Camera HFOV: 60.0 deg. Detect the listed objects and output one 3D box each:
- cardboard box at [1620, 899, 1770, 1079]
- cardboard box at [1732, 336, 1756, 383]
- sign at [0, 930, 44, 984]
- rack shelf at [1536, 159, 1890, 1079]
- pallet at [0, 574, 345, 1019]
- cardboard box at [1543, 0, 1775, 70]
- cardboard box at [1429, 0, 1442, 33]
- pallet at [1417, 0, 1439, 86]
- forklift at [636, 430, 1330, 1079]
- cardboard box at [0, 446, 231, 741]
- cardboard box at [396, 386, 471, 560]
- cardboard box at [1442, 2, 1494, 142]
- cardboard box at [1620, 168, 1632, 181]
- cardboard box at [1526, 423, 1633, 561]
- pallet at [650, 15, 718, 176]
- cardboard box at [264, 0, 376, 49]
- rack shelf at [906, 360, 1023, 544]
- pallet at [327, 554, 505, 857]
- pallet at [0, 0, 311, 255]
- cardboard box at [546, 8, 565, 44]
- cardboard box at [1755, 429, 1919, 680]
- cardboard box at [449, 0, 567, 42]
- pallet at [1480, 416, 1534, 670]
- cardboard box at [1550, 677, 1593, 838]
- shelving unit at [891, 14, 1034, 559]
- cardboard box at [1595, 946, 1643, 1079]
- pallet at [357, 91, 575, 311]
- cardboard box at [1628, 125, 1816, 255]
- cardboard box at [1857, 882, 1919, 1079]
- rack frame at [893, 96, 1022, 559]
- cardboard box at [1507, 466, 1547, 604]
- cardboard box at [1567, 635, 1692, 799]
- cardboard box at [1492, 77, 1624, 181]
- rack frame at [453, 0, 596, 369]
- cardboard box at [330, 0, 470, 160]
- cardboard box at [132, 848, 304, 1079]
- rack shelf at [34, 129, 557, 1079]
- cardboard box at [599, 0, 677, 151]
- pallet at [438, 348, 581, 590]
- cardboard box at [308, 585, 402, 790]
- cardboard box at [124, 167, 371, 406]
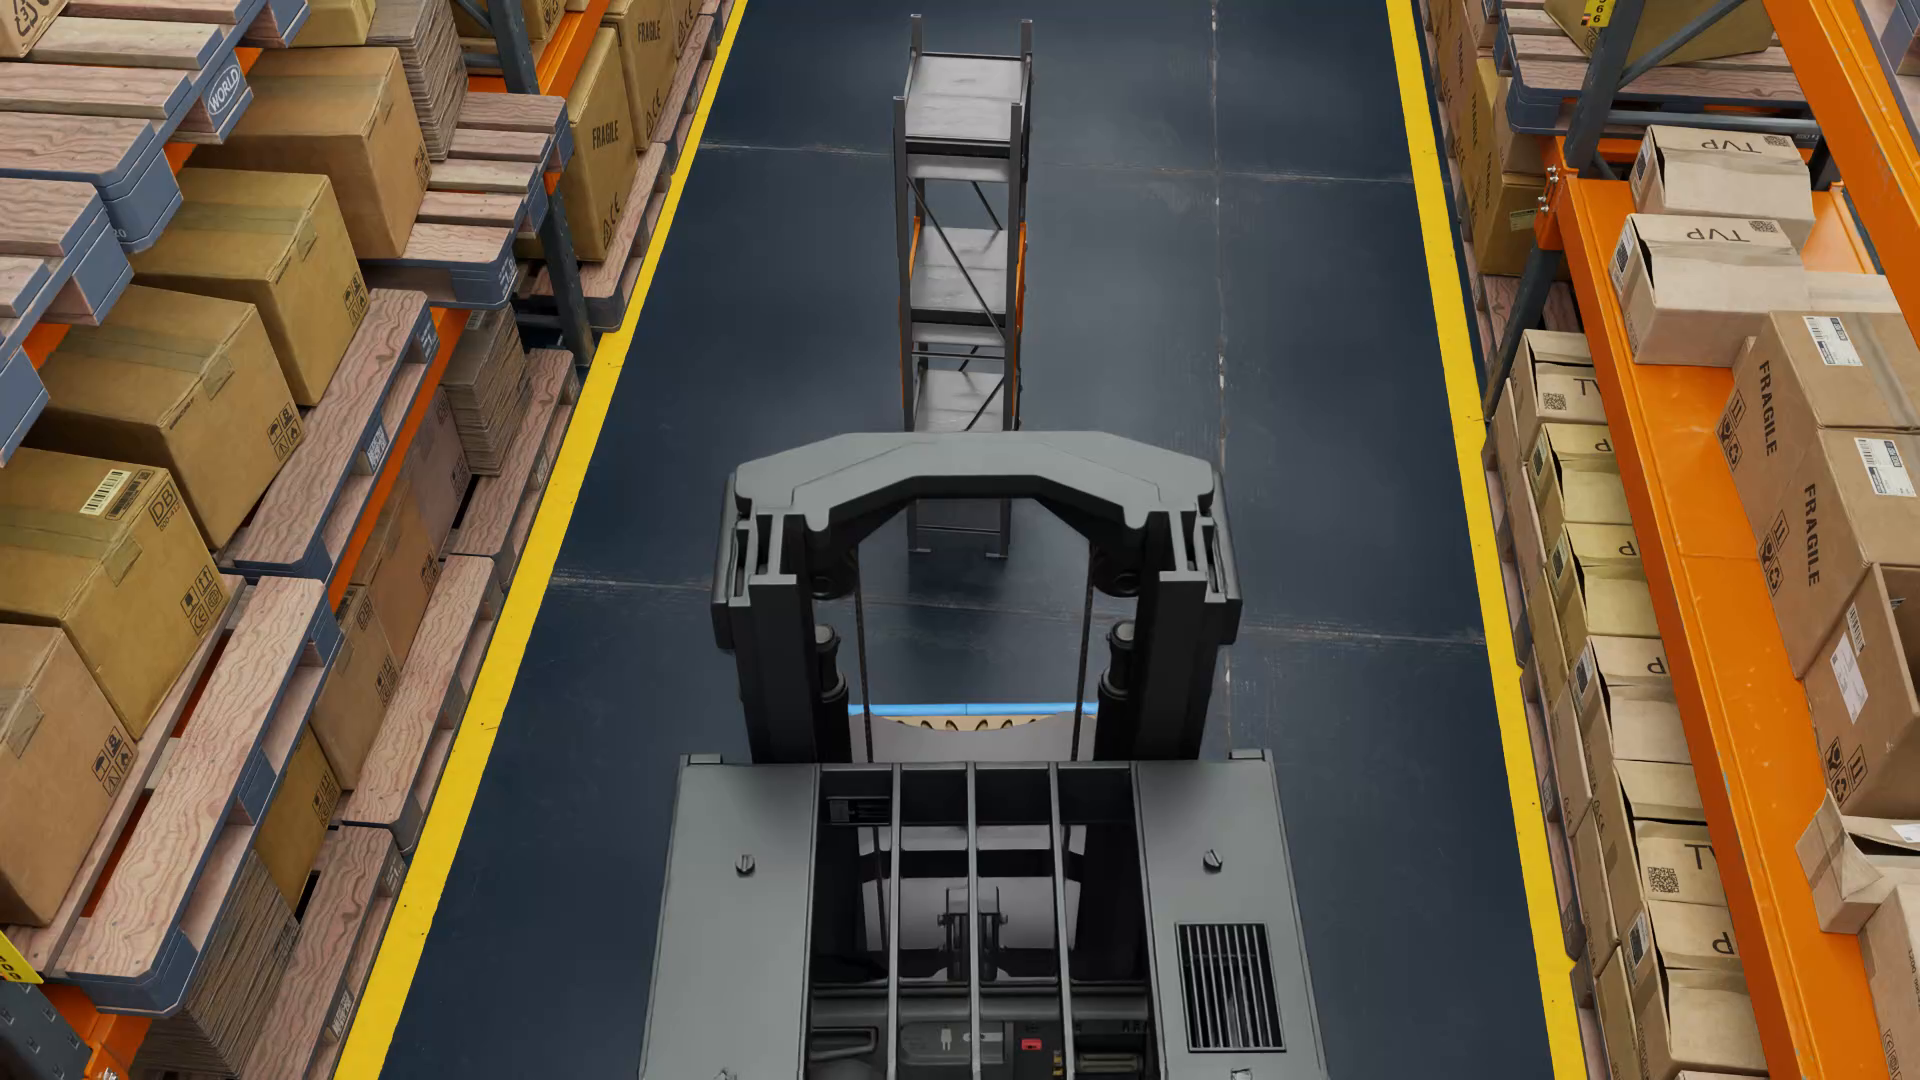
[{"bbox_3d":[2.207,1.308,4.720,0.500,0.311,0.500,5,48,5],"label":"cardboard box"},{"bbox_3d":[2.719,-0.503,5.348,0.380,0.149,0.250,7,48,6],"label":"cardboard box"},{"bbox_3d":[-1.978,0.819,3.382,0.100,0.325,0.005,4,48,4],"label":"sign"},{"bbox_3d":[2.597,0.184,5.037,1.077,0.370,4.000,4,48,4],"label":"rack shelf"},{"bbox_3d":[-2.304,0.593,4.305,1.003,0.211,1.213,4,48,4],"label":"pallet"},{"bbox_3d":[2.725,-2.175,6.354,0.700,0.500,0.500,-11,48,-10],"label":"cardboard box"},{"bbox_3d":[2.820,-3.041,8.895,0.500,0.500,0.500,4,48,4],"label":"cardboard box"},{"bbox_3d":[3.107,-2.927,9.284,1.003,0.211,1.213,4,48,4],"label":"pallet"},{"bbox_3d":[0.033,1.303,3.572,1.130,2.935,3.031,0,48,0],"label":"forklift"},{"bbox_3d":[-2.380,0.116,4.245,0.700,0.500,0.500,8,48,8],"label":"cardboard box"},{"bbox_3d":[-2.330,-0.261,6.352,0.700,0.500,0.500,4,48,3],"label":"cardboard box"},{"bbox_3d":[2.720,-2.303,8.219,0.500,0.500,0.500,2,48,2],"label":"cardboard box"},{"bbox_3d":[3.148,-1.534,7.516,0.500,0.500,0.500,2,48,2],"label":"cardboard box"},{"bbox_3d":[2.400,-0.180,6.081,0.500,0.311,0.500,3,48,3],"label":"cardboard box"},{"bbox_3d":[-1.893,-2.386,8.790,1.003,0.211,1.213,4,48,4],"label":"pallet"},{"bbox_3d":[-2.170,-1.767,5.528,0.380,0.149,0.250,-3,48,-3],"label":"cardboard box"},{"bbox_3d":[0.015,-0.349,6.613,0.431,0.518,0.480,4,48,4],"label":"rack shelf"},{"bbox_3d":[-2.340,0.550,6.104,1.003,0.211,1.213,4,48,4],"label":"pallet"},{"bbox_3d":[-2.265,-1.078,3.797,1.213,0.211,1.003,4,48,4],"label":"pallet"},{"bbox_3d":[-1.862,-2.192,6.879,0.380,0.149,0.250,4,48,4],"label":"cardboard box"},{"bbox_3d":[2.595,0.058,4.596,0.500,0.500,0.500,4,48,4],"label":"cardboard box"},{"bbox_3d":[-1.855,-2.340,6.574,0.500,0.500,0.500,5,48,5],"label":"cardboard box"},{"bbox_3d":[2.666,0.015,6.594,1.003,0.211,1.213,4,48,4],"label":"pallet"},{"bbox_3d":[2.306,0.751,5.609,0.500,0.250,0.500,5,48,4],"label":"cardboard box"},{"bbox_3d":[0.015,-0.830,6.086,0.431,2.100,0.503,4,48,4],"label":"shelving unit"},{"bbox_3d":[2.212,1.501,4.923,0.500,0.250,0.500,3,48,3],"label":"cardboard box"},{"bbox_3d":[-2.113,-1.264,6.003,1.213,0.211,1.003,4,48,4],"label":"pallet"},{"bbox_3d":[2.703,-1.234,5.907,0.500,0.311,0.500,7,48,6],"label":"cardboard box"},{"bbox_3d":[2.416,1.096,3.816,0.500,0.250,0.500,7,48,6],"label":"cardboard box"},{"bbox_3d":[-0.007,-0.651,5.922,0.400,2.100,0.015,4,48,4],"label":"rack frame"},{"bbox_3d":[2.394,-0.008,6.303,0.500,0.250,0.500,3,48,2],"label":"cardboard box"},{"bbox_3d":[2.305,0.572,5.392,0.500,0.311,0.500,3,48,3],"label":"cardboard box"},{"bbox_3d":[2.632,-1.831,7.280,0.500,0.250,0.500,6,48,5],"label":"cardboard box"},{"bbox_3d":[-2.154,-1.859,6.418,1.000,3.000,0.127,4,48,4],"label":"rack frame"},{"bbox_3d":[-2.187,-1.695,5.902,0.700,0.500,0.500,-1,48,-1],"label":"cardboard box"},{"bbox_3d":[-2.468,1.233,4.985,0.700,0.500,0.500,5,48,5],"label":"cardboard box"},{"bbox_3d":[-2.336,-0.147,5.339,1.077,0.370,4.000,4,48,4],"label":"rack shelf"},{"bbox_3d":[-1.870,-2.450,8.130,0.750,0.750,0.750,4,48,3],"label":"cardboard box"},{"bbox_3d":[-2.227,-0.344,6.921,1.003,0.211,1.213,4,48,4],"label":"pallet"},{"bbox_3d":[-2.384,0.478,5.676,0.700,0.500,0.500,4,48,4],"label":"cardboard box"},{"bbox_3d":[-2.278,-0.778,5.063,0.700,0.500,0.500,4,48,4],"label":"cardboard box"}]
